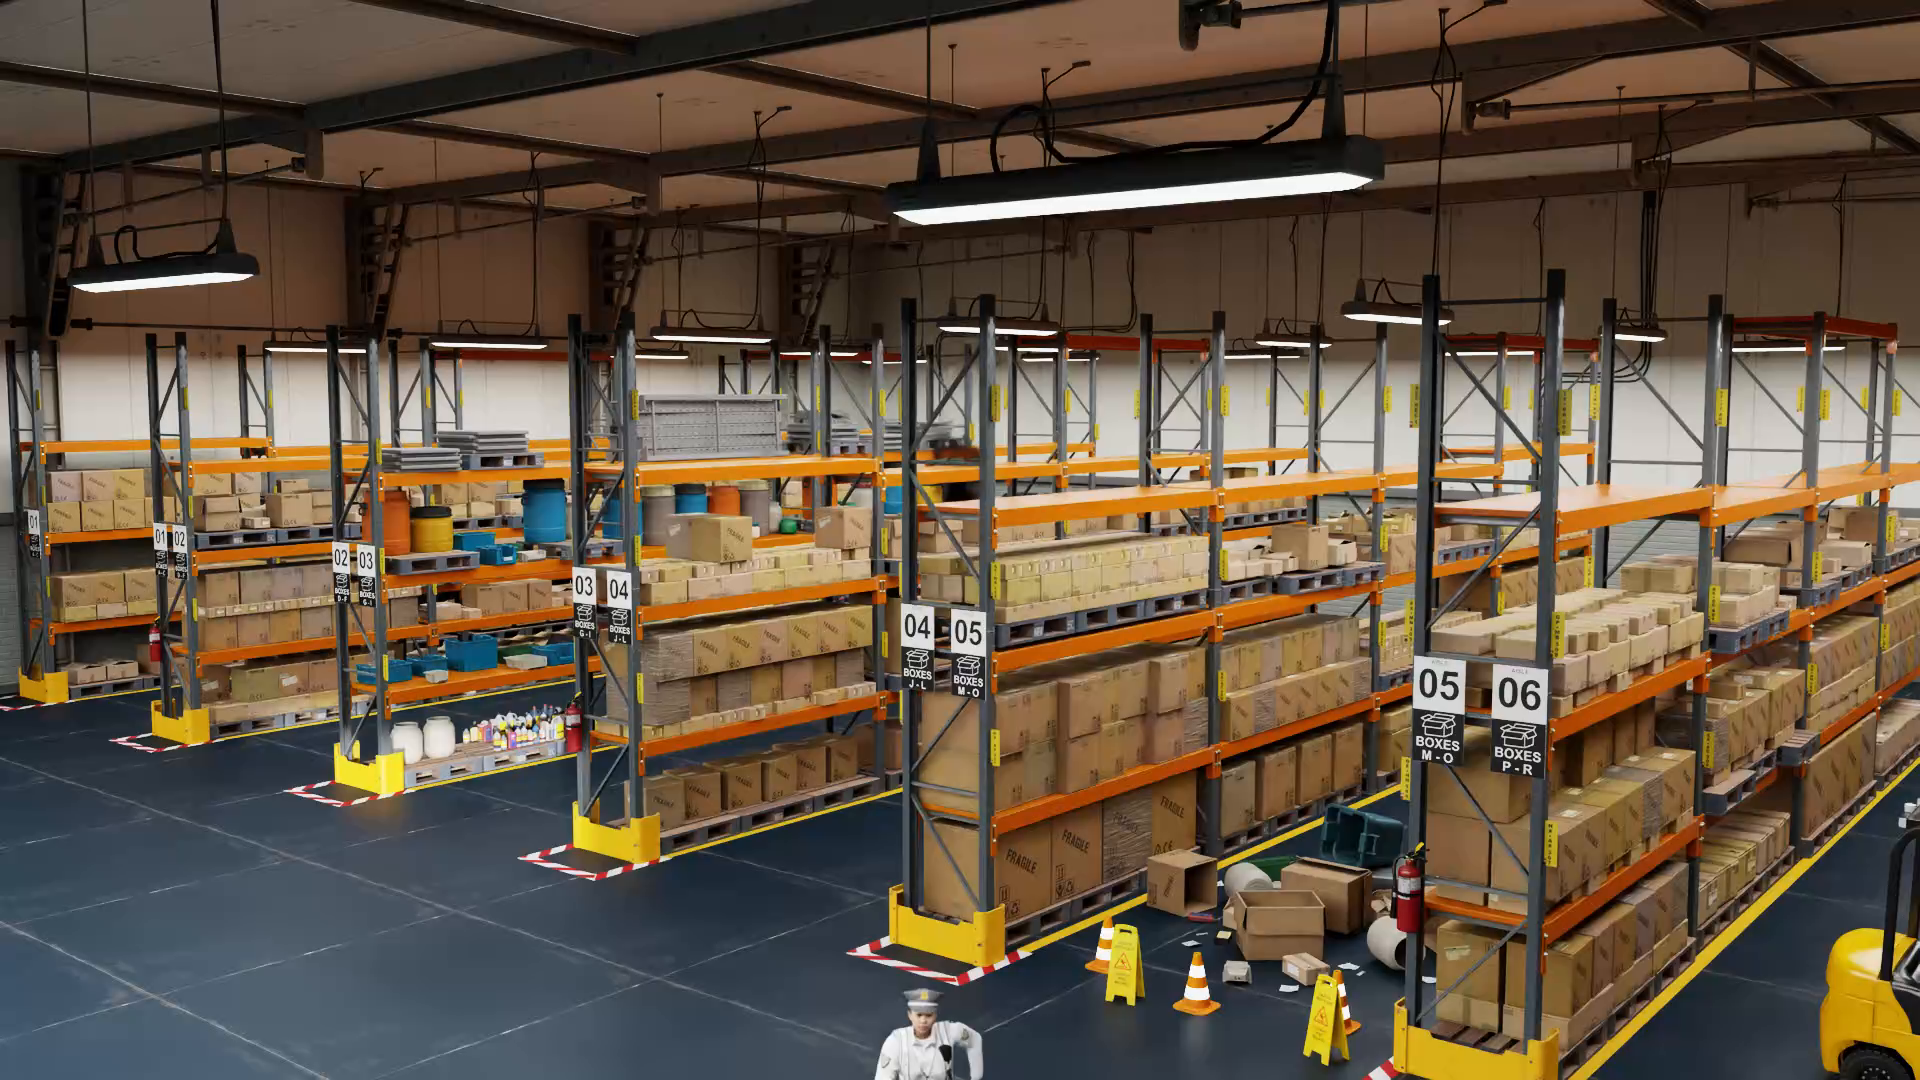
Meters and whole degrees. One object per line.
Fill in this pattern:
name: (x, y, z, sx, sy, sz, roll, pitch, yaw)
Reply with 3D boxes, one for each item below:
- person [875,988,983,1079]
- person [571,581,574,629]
person: (-0.182, 3.439, 9.900, 0.639, 1.698, 0.803, 0, 5, 1)
person: (-7.399, 1.382, 32.269, 0.662, 1.782, 0.644, 4, 7, 38)
